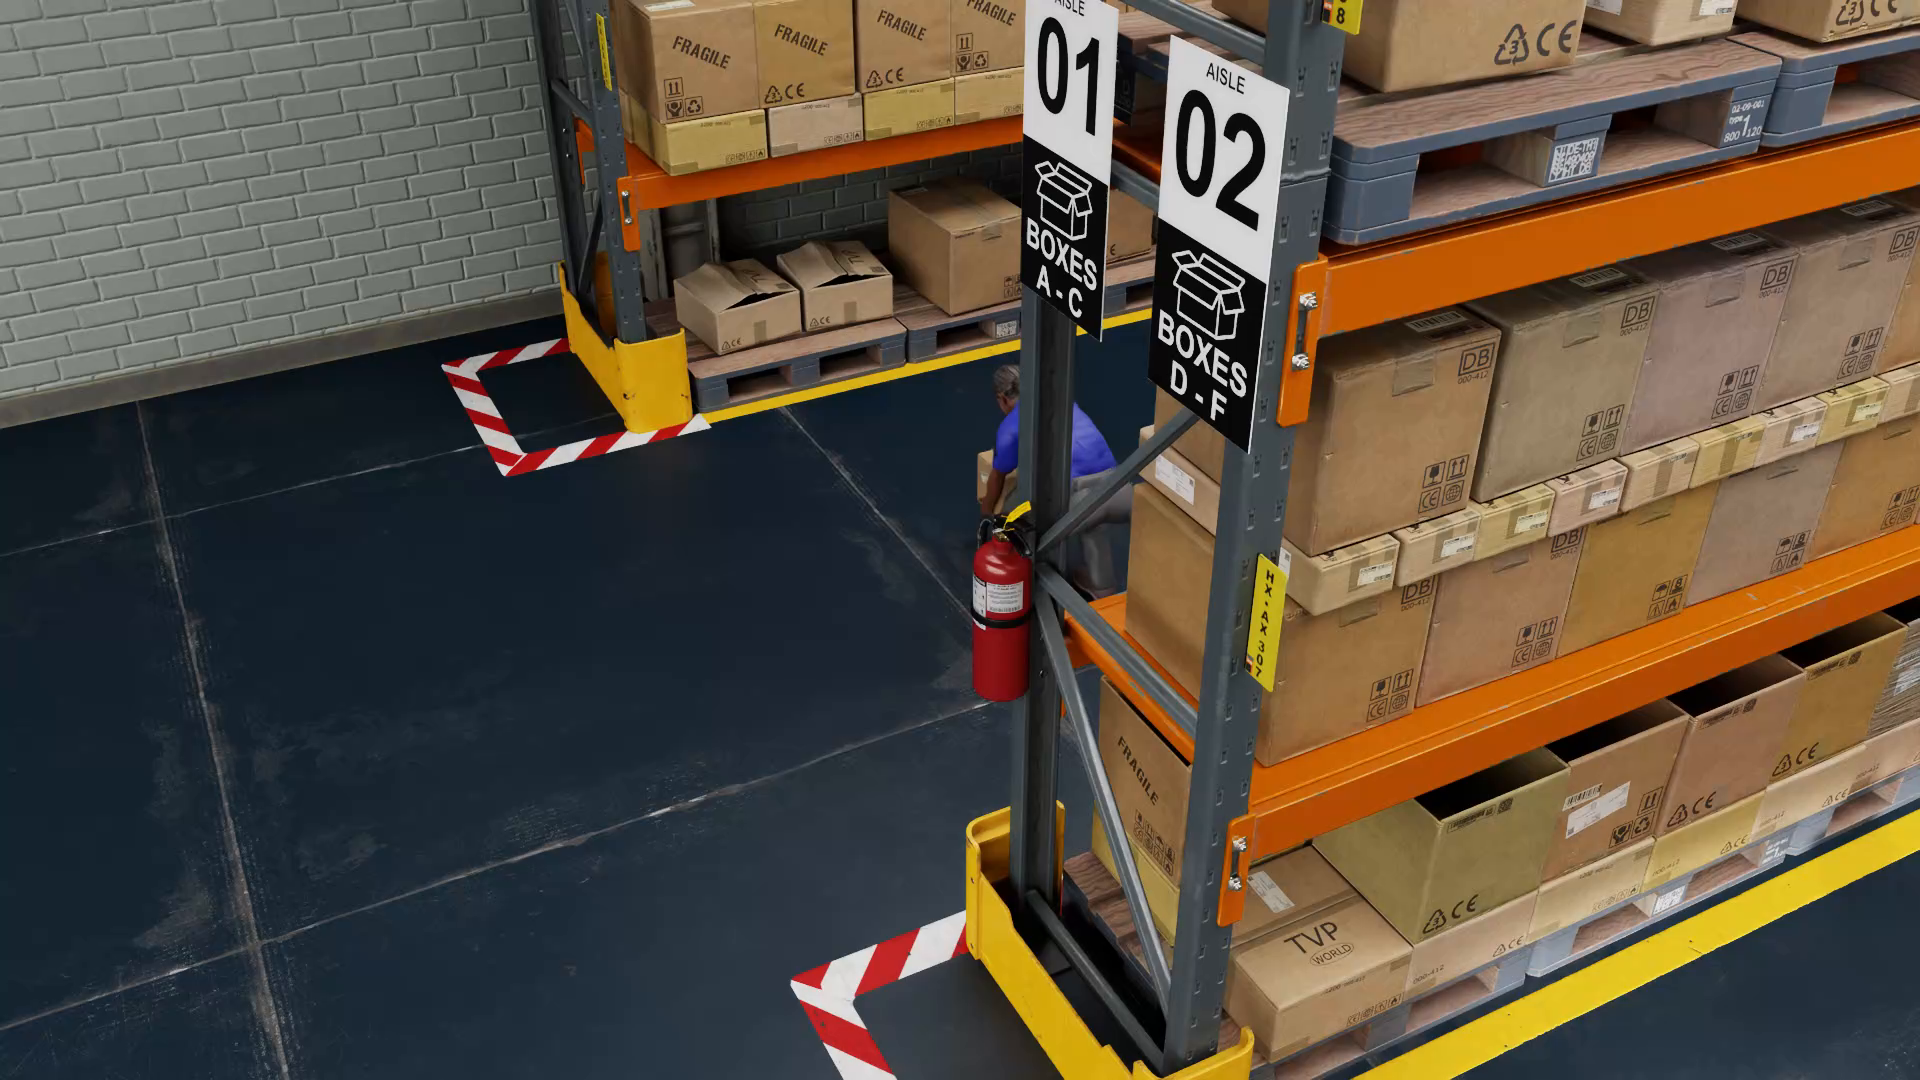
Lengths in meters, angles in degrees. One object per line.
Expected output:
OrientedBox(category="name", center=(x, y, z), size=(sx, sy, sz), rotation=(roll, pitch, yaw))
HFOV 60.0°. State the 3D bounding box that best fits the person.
OrientedBox(category="person", center=(0.410, -0.209, 7.125), size=(0.454, 0.941, 0.856), rotation=(-17, 37, -24))
